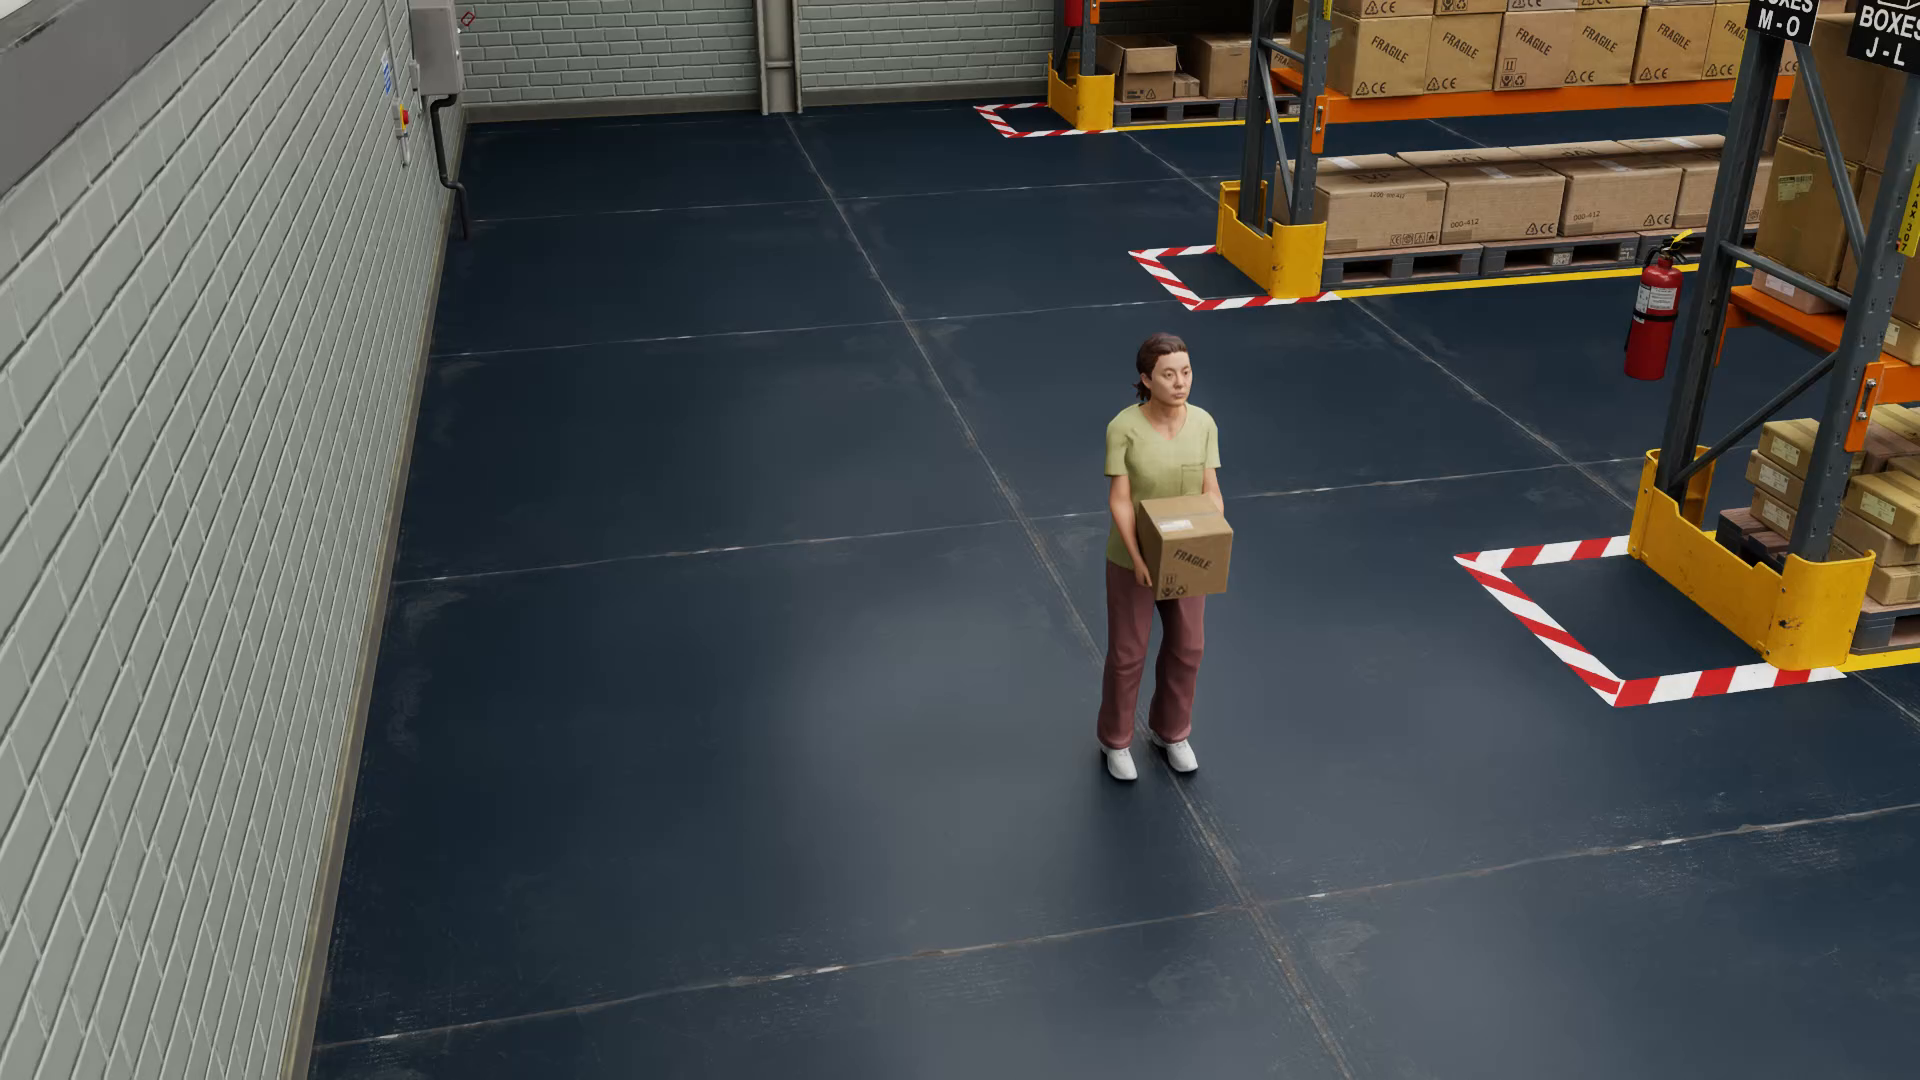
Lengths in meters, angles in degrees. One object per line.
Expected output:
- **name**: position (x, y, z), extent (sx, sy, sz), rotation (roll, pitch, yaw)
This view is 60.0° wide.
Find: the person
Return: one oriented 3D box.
- **person**: position (0.724, 0.101, 5.930), extent (0.427, 1.662, 0.559), rotation (-6, 27, -11)
